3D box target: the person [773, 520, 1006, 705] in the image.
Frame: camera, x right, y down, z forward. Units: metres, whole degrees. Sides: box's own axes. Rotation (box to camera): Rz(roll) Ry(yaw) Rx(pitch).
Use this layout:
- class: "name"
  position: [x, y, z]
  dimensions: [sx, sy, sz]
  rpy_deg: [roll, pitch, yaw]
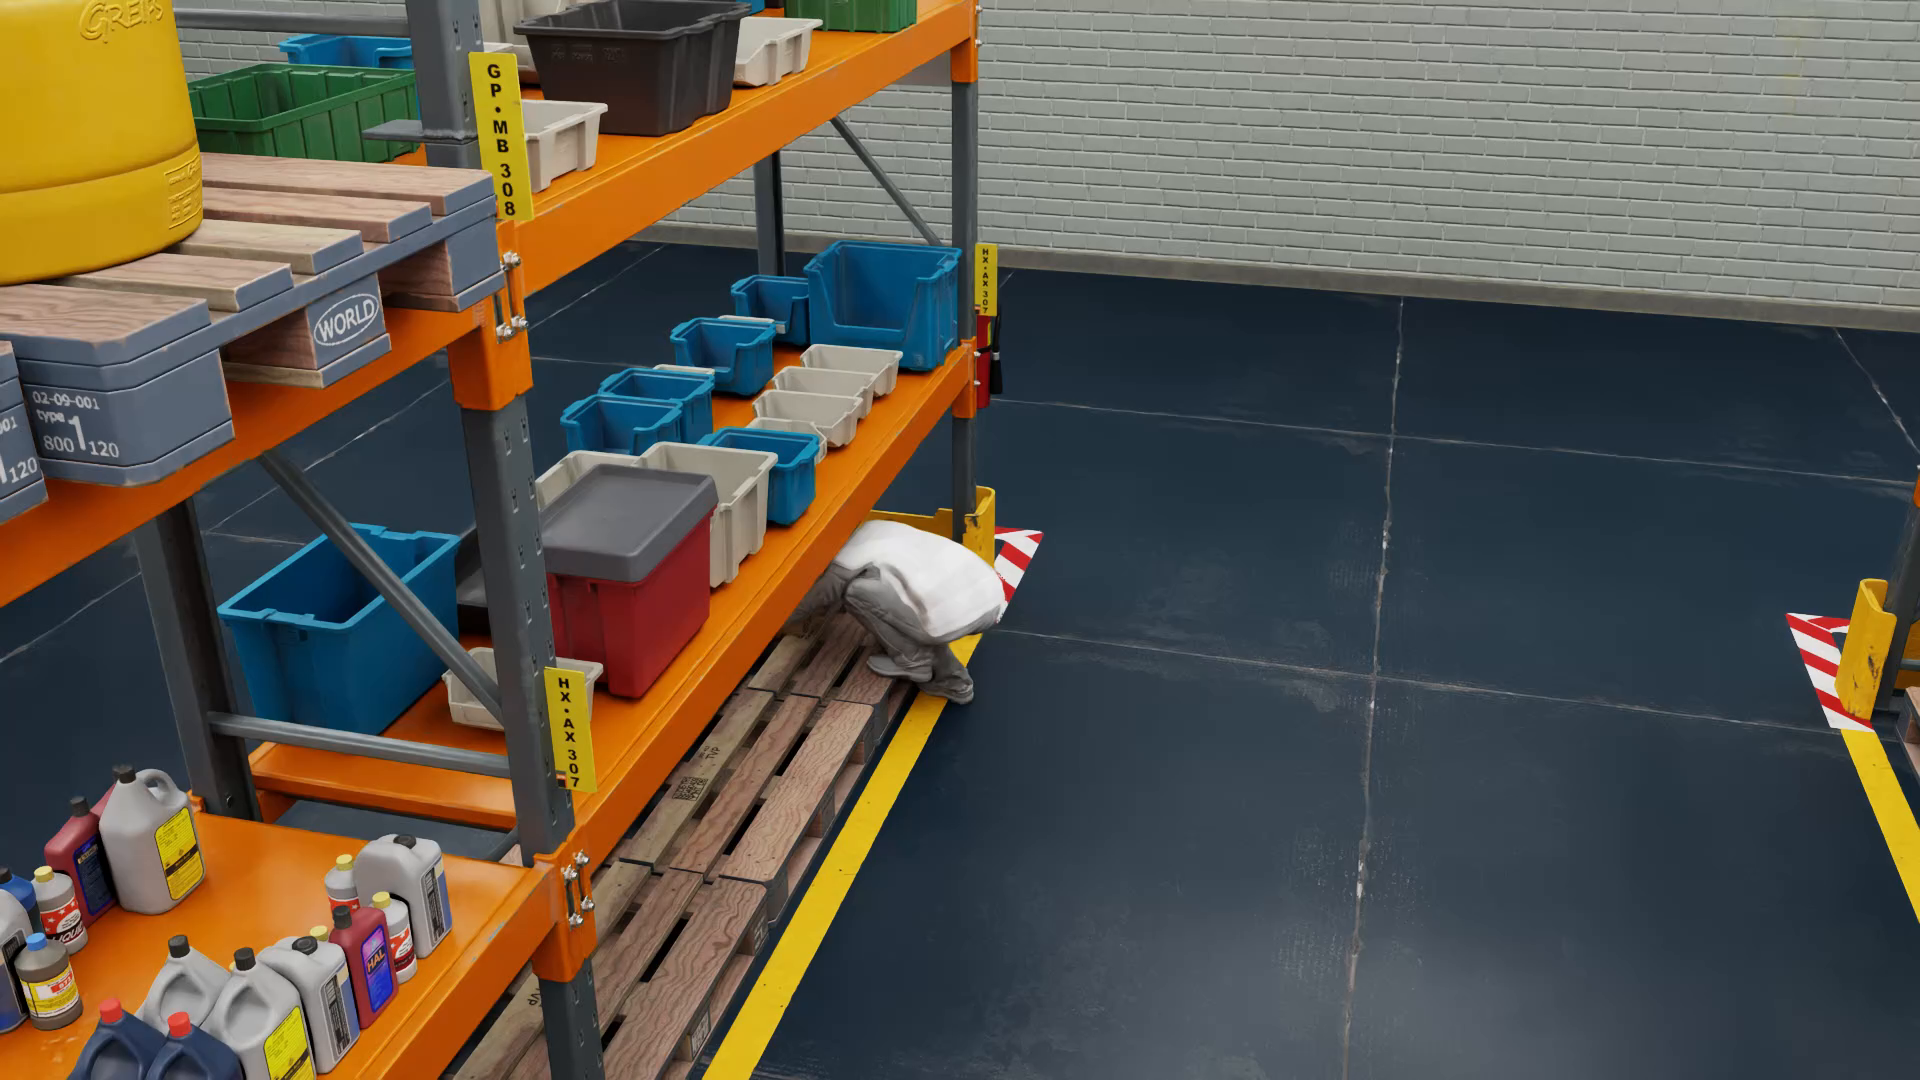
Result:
- class: "person"
  position: [-0.392, 0.289, 7.098]
  dimensions: [1.193, 0.817, 0.496]
  rpy_deg: [14, 29, 27]
